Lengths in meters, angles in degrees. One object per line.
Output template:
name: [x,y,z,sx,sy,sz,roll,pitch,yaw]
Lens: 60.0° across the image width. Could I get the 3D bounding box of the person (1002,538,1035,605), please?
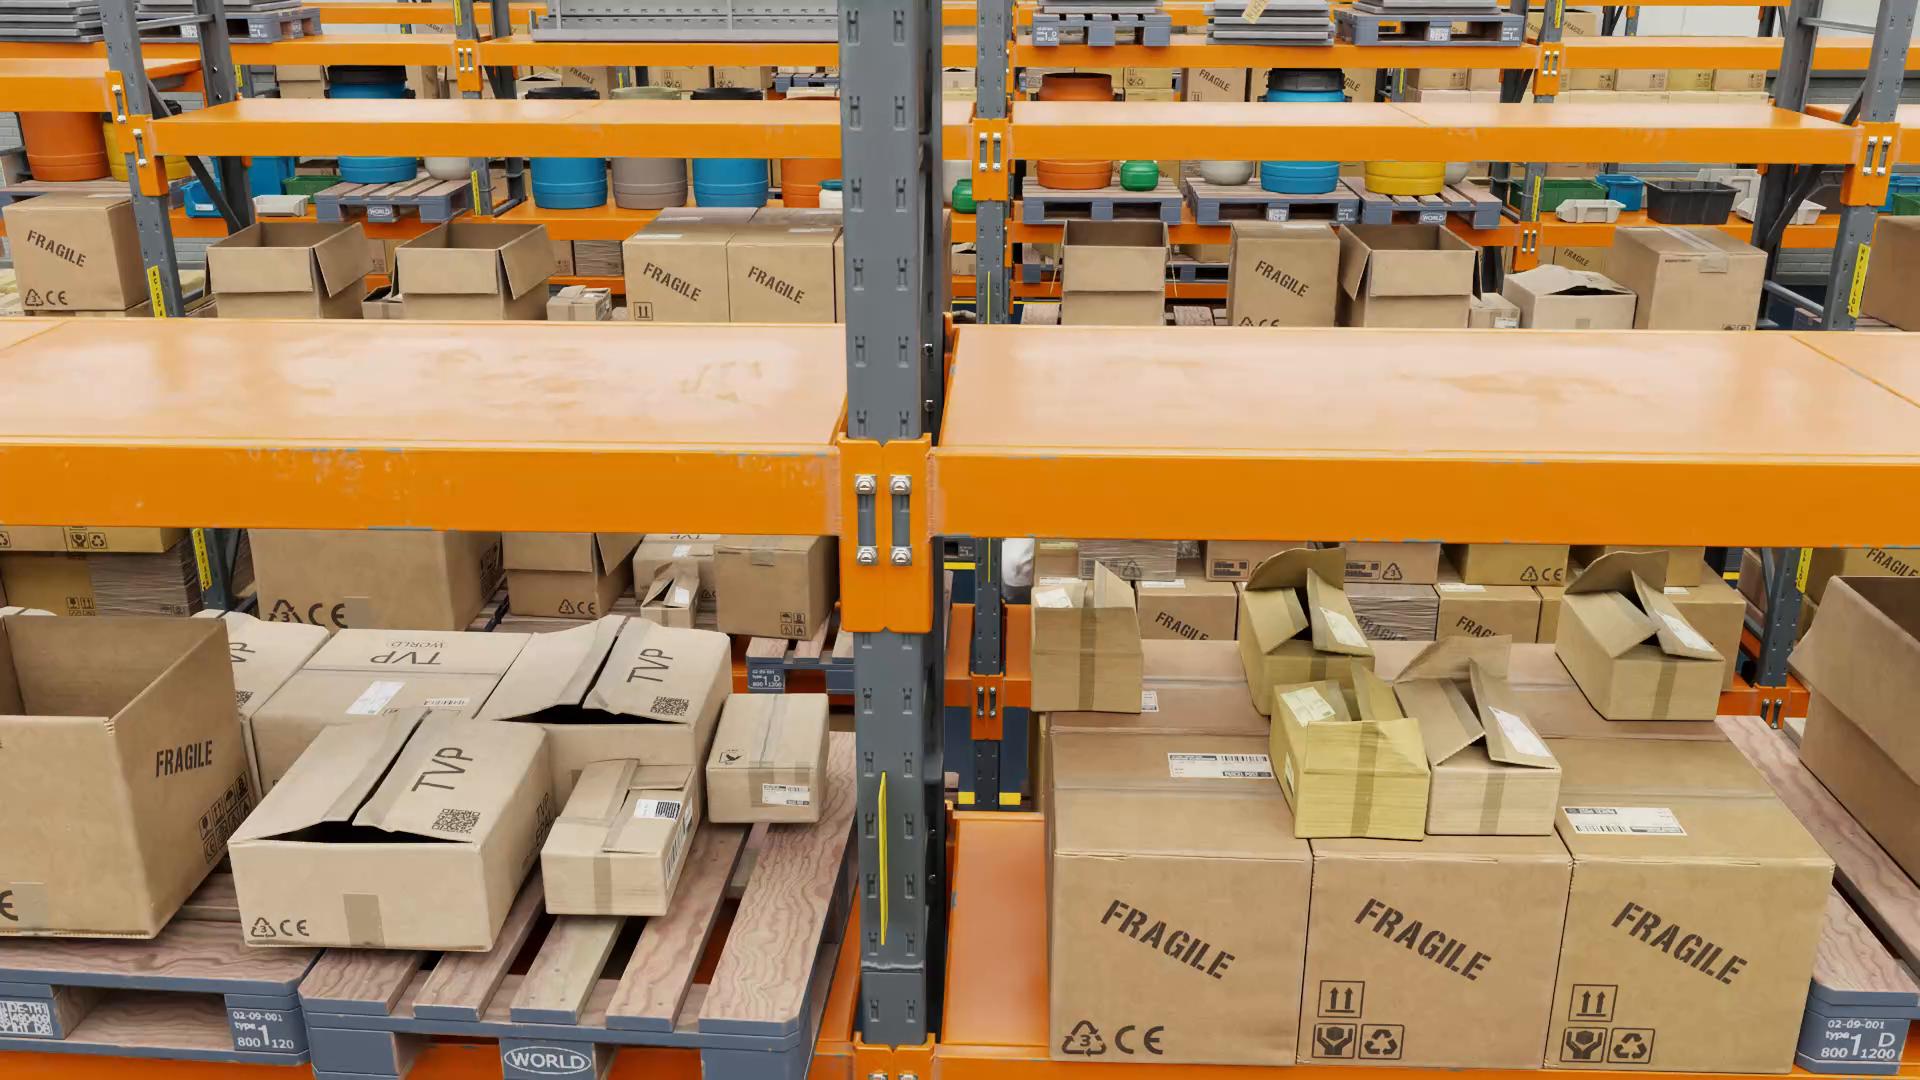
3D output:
person: [0.629,0.241,11.626,0.797,1.363,0.590,1,21,2]
